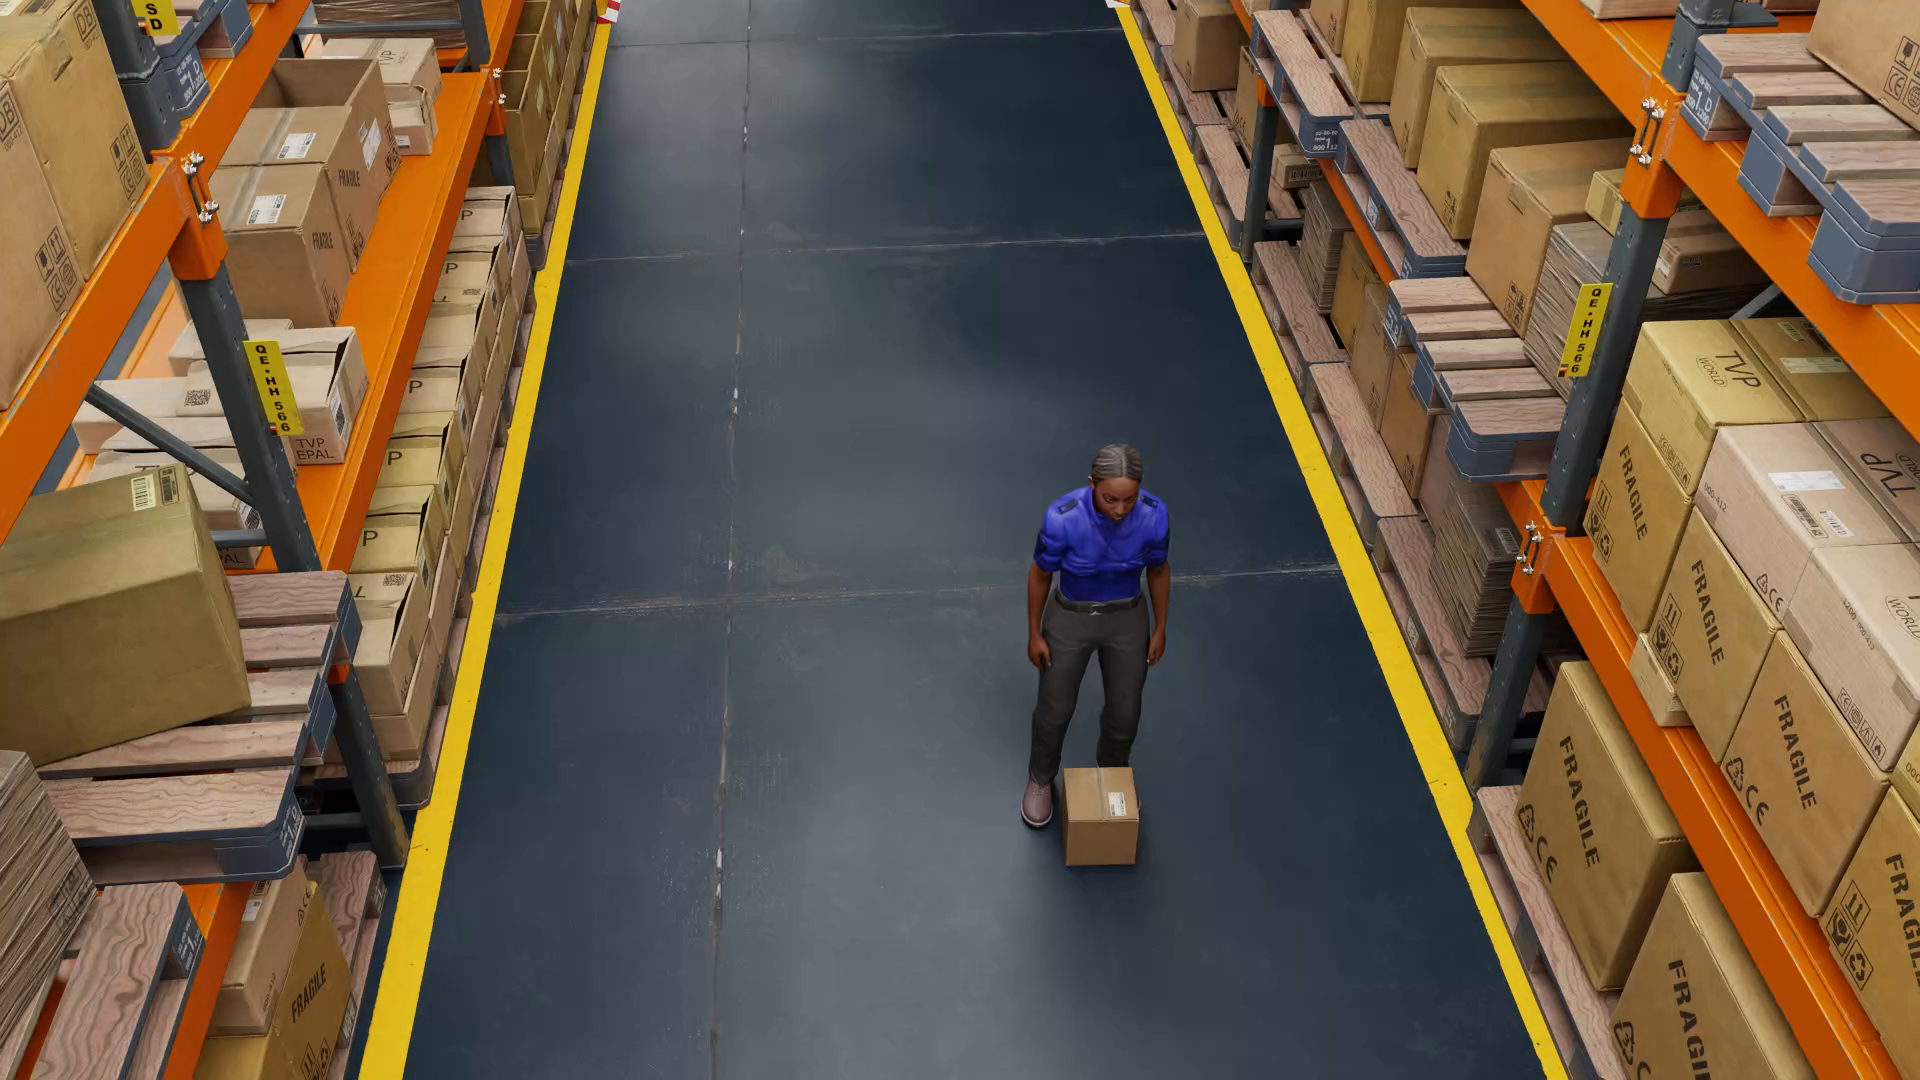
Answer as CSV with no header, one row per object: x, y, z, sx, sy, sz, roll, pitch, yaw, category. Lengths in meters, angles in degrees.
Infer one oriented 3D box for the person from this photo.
0.472,0.313,5.777,0.505,1.655,0.347,-3,39,-4,person
